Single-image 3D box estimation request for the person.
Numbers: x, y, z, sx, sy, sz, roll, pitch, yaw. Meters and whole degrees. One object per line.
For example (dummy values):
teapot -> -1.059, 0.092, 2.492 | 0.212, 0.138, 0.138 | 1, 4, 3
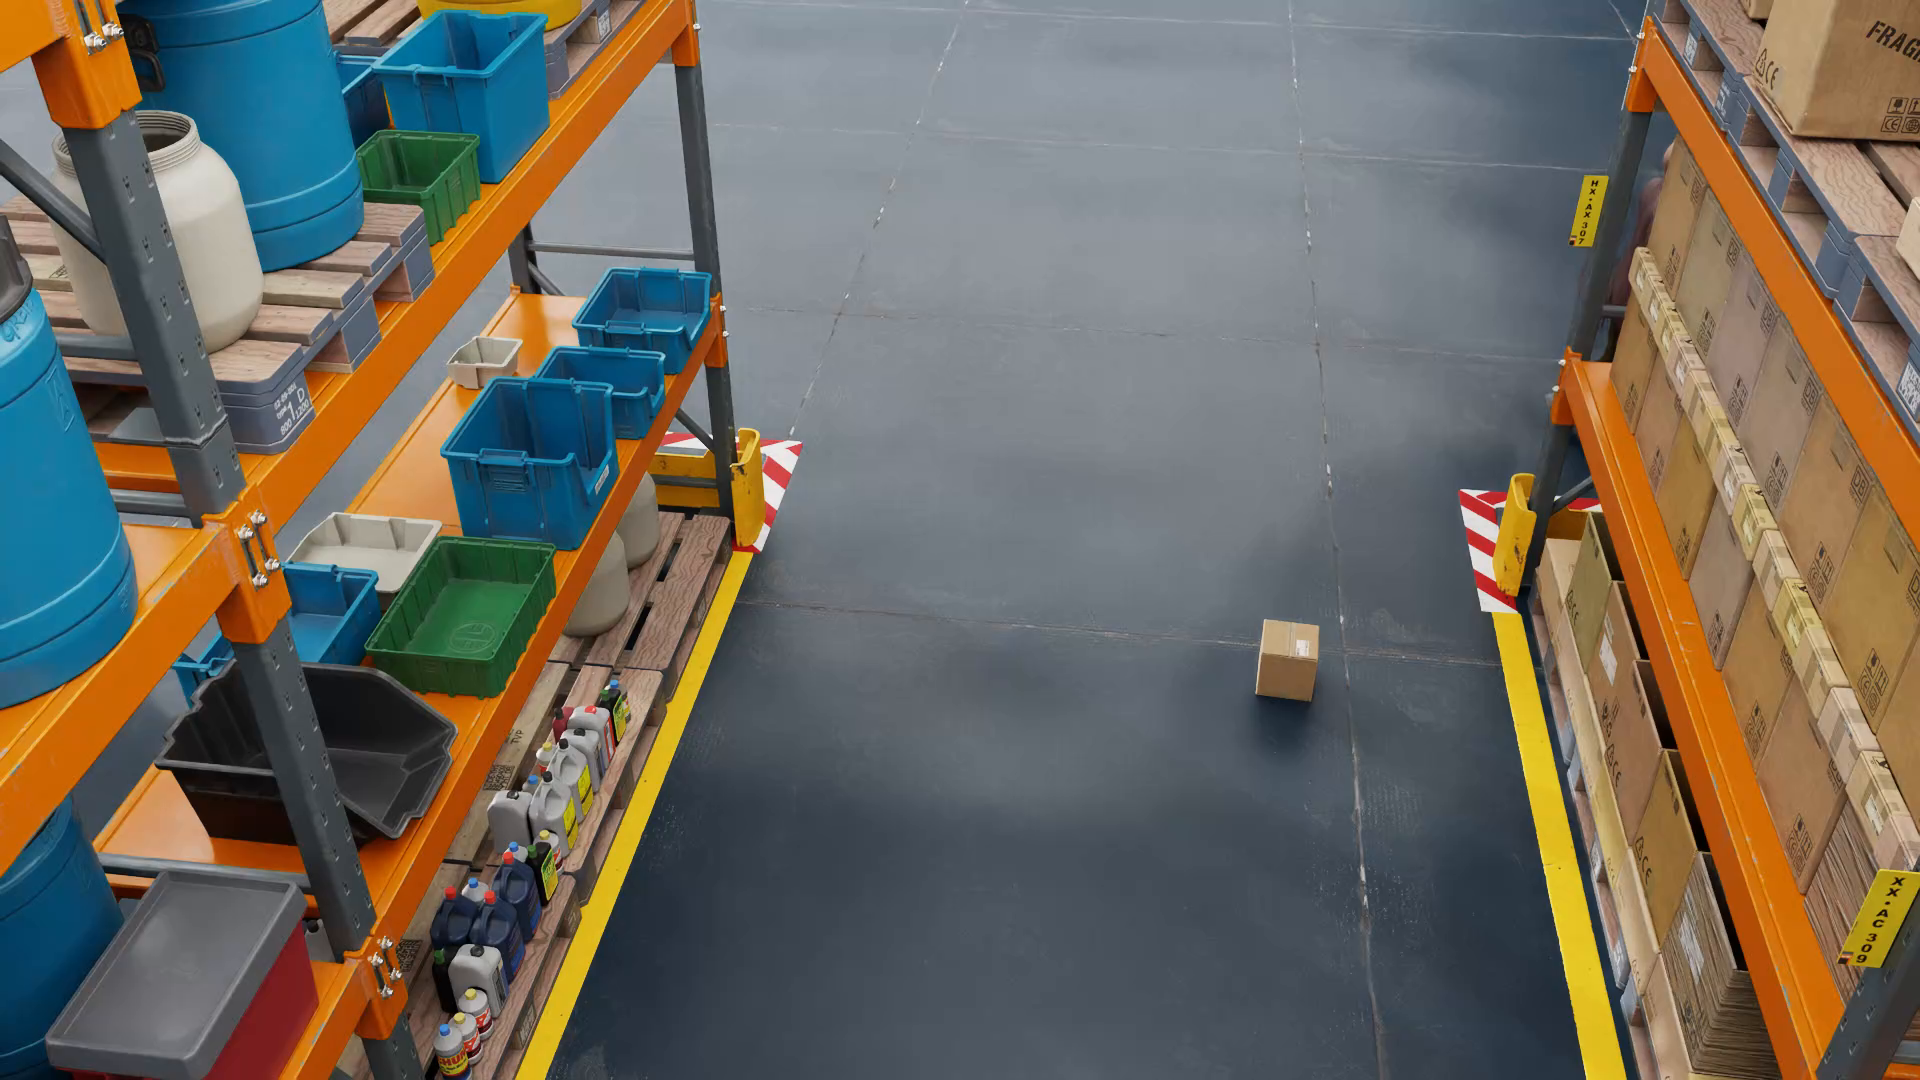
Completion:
person -> 3.596, -1.263, 8.775 | 0.534, 1.775, 0.657 | 5, 36, 8
